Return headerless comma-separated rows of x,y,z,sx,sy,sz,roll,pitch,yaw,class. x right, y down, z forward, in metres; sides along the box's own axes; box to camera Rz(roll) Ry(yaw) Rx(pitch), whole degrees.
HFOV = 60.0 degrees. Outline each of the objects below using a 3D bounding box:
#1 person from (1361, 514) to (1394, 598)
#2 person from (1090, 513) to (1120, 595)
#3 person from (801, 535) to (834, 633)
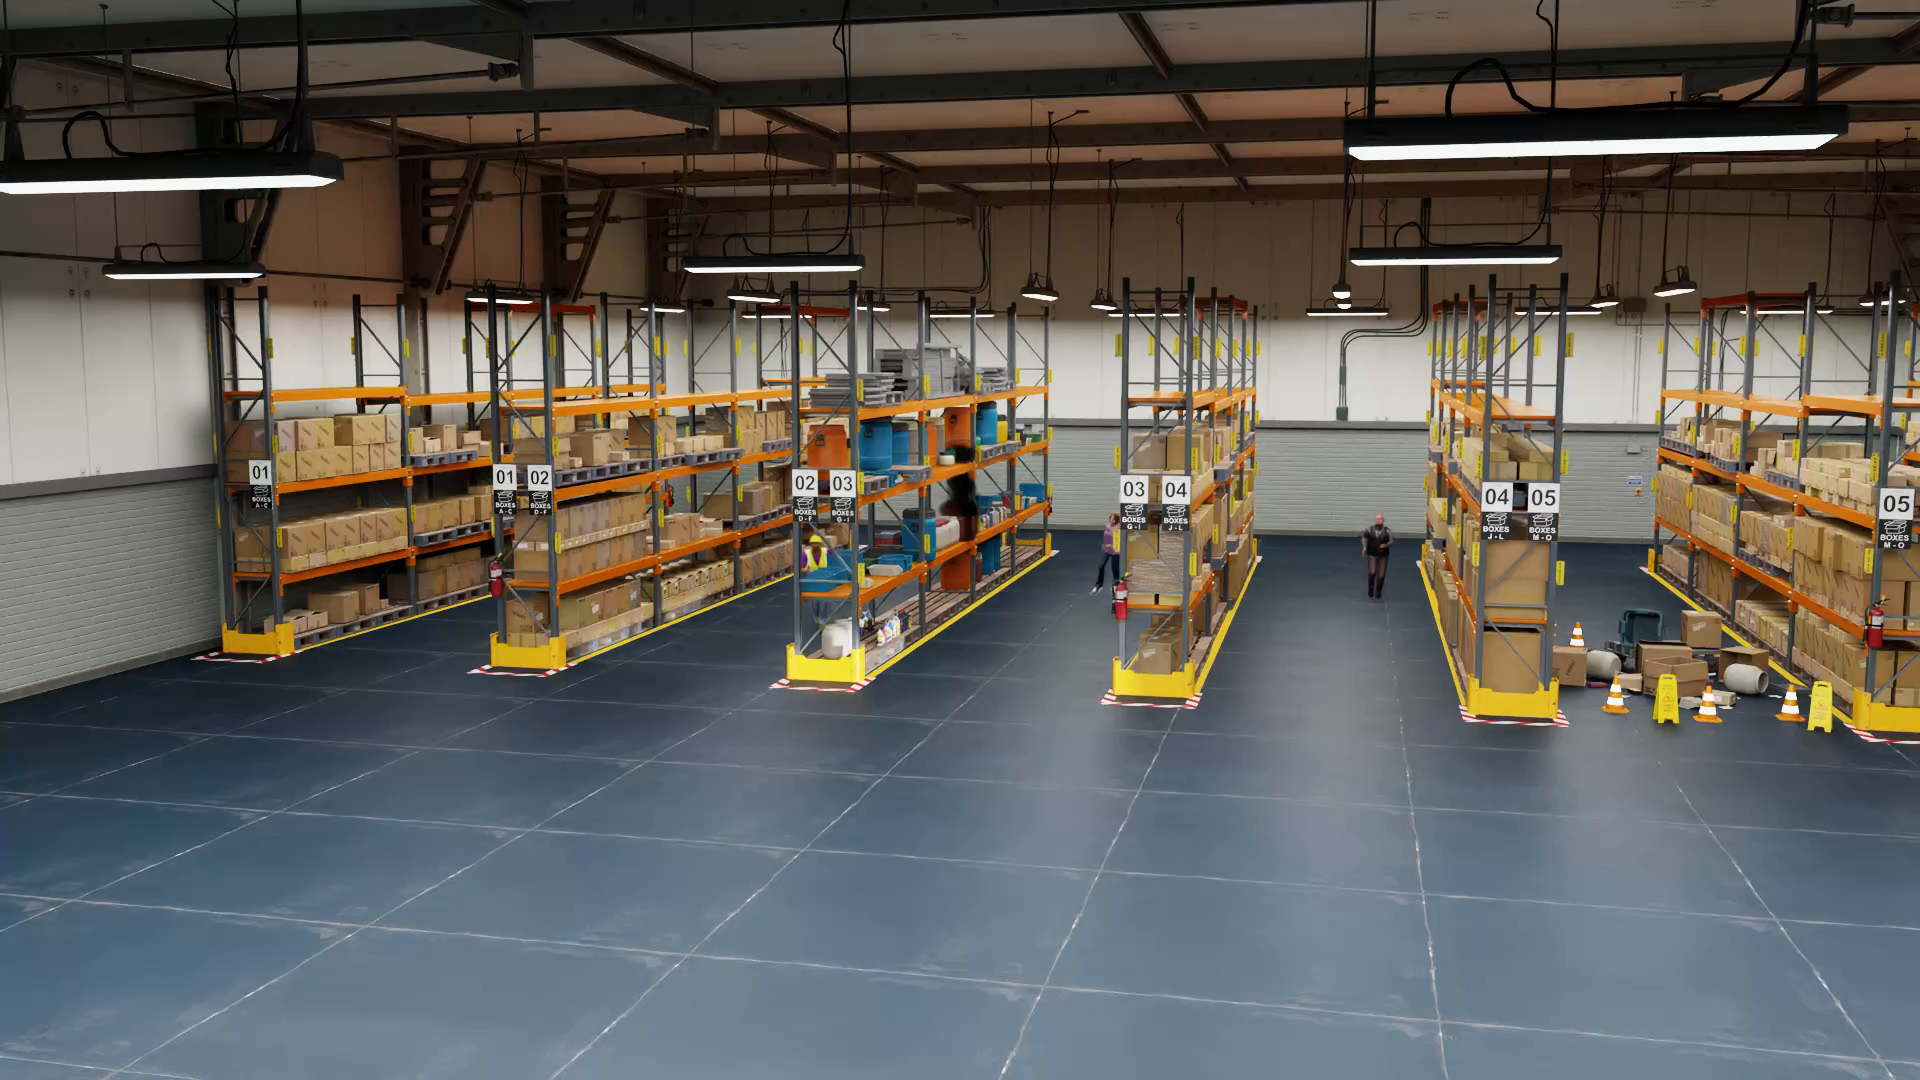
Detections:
8.357,0.328,33.269,0.628,1.682,0.650,1,7,10,person
2.889,0.260,31.968,0.593,1.601,0.735,5,8,35,person
-2.511,0.753,29.561,0.722,1.741,0.976,0,7,1,person
